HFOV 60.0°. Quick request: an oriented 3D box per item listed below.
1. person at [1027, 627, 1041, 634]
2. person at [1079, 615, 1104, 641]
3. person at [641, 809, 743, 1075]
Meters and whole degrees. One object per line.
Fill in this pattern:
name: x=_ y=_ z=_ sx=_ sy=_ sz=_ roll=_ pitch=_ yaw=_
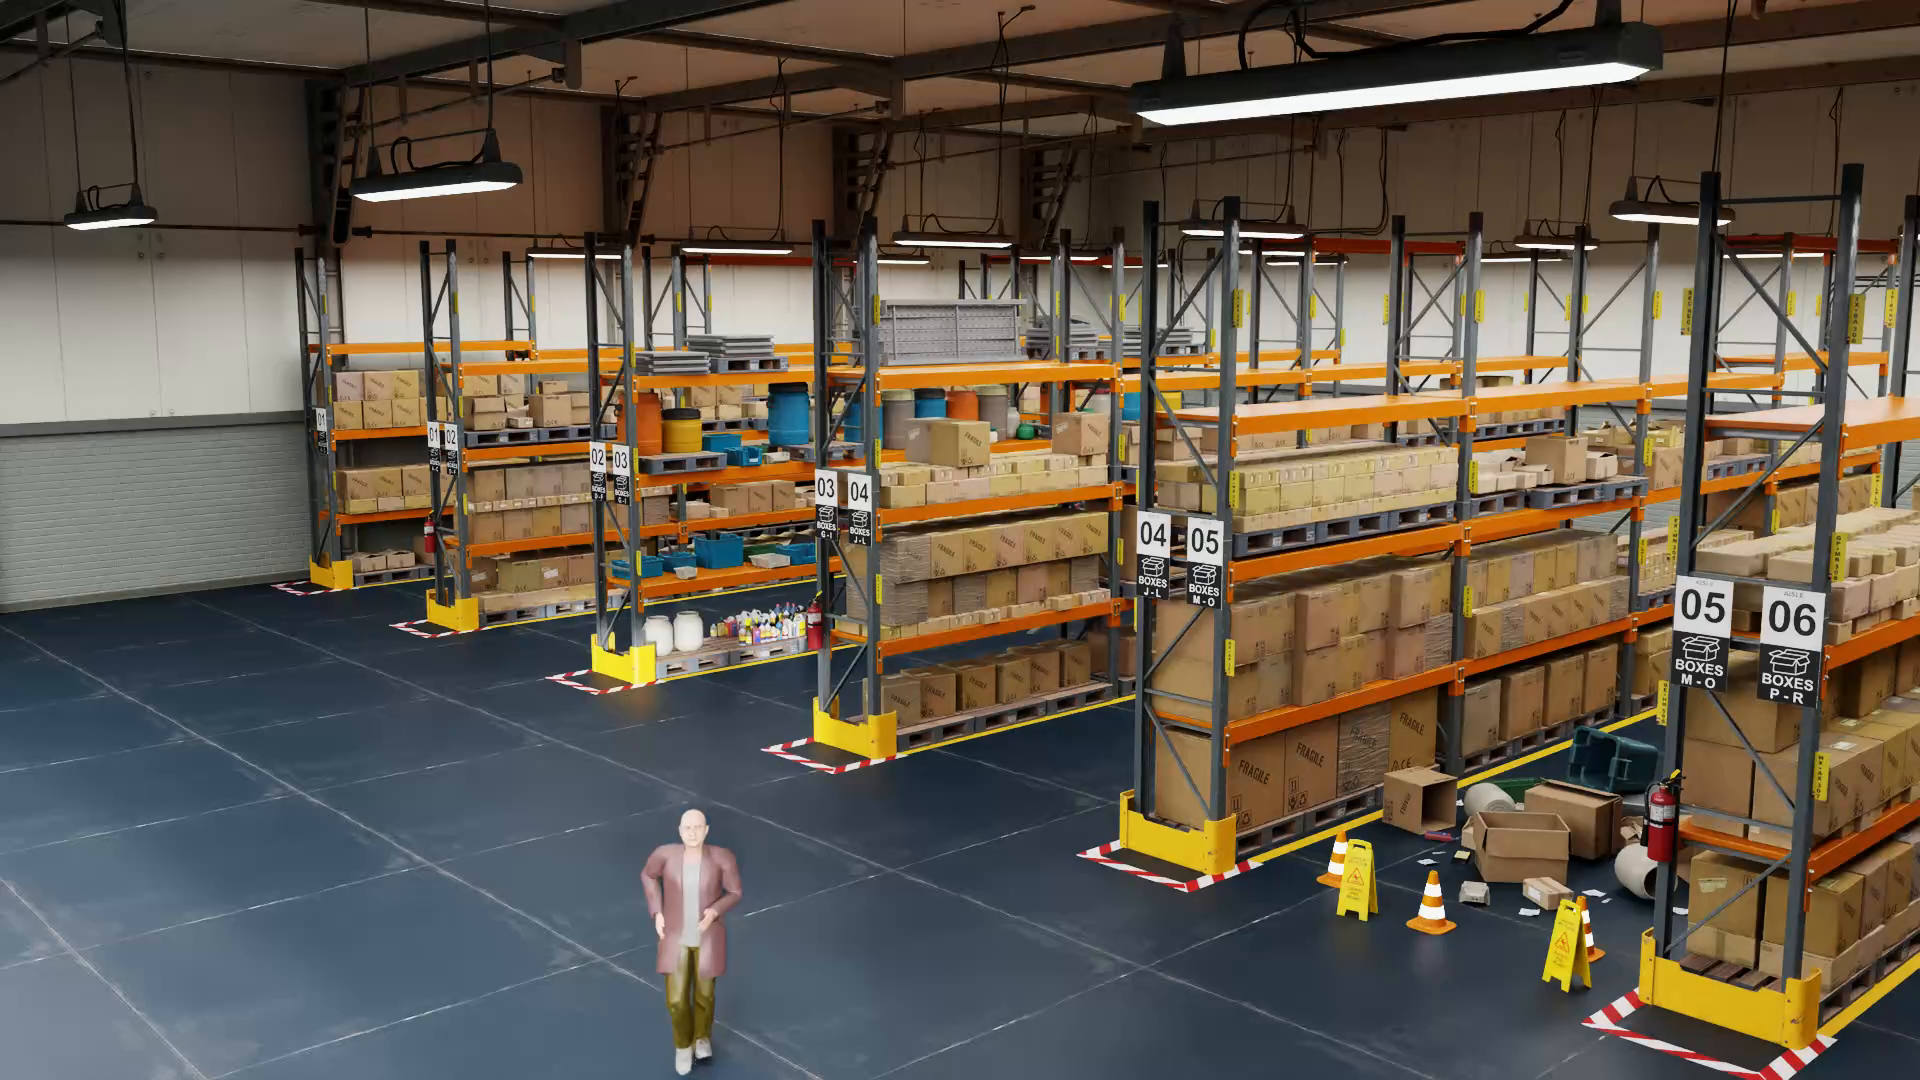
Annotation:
person: x=1.197 y=0.502 z=24.308 sx=0.607 sy=1.681 sz=0.688 roll=6 pitch=10 yaw=34
person: x=1.927 y=0.608 z=23.916 sx=0.586 sy=1.604 sz=0.708 roll=8 pitch=12 yaw=43
person: x=-1.791 y=2.701 z=11.120 sx=0.687 sy=1.827 sz=0.687 roll=-1 pitch=8 yaw=-6
